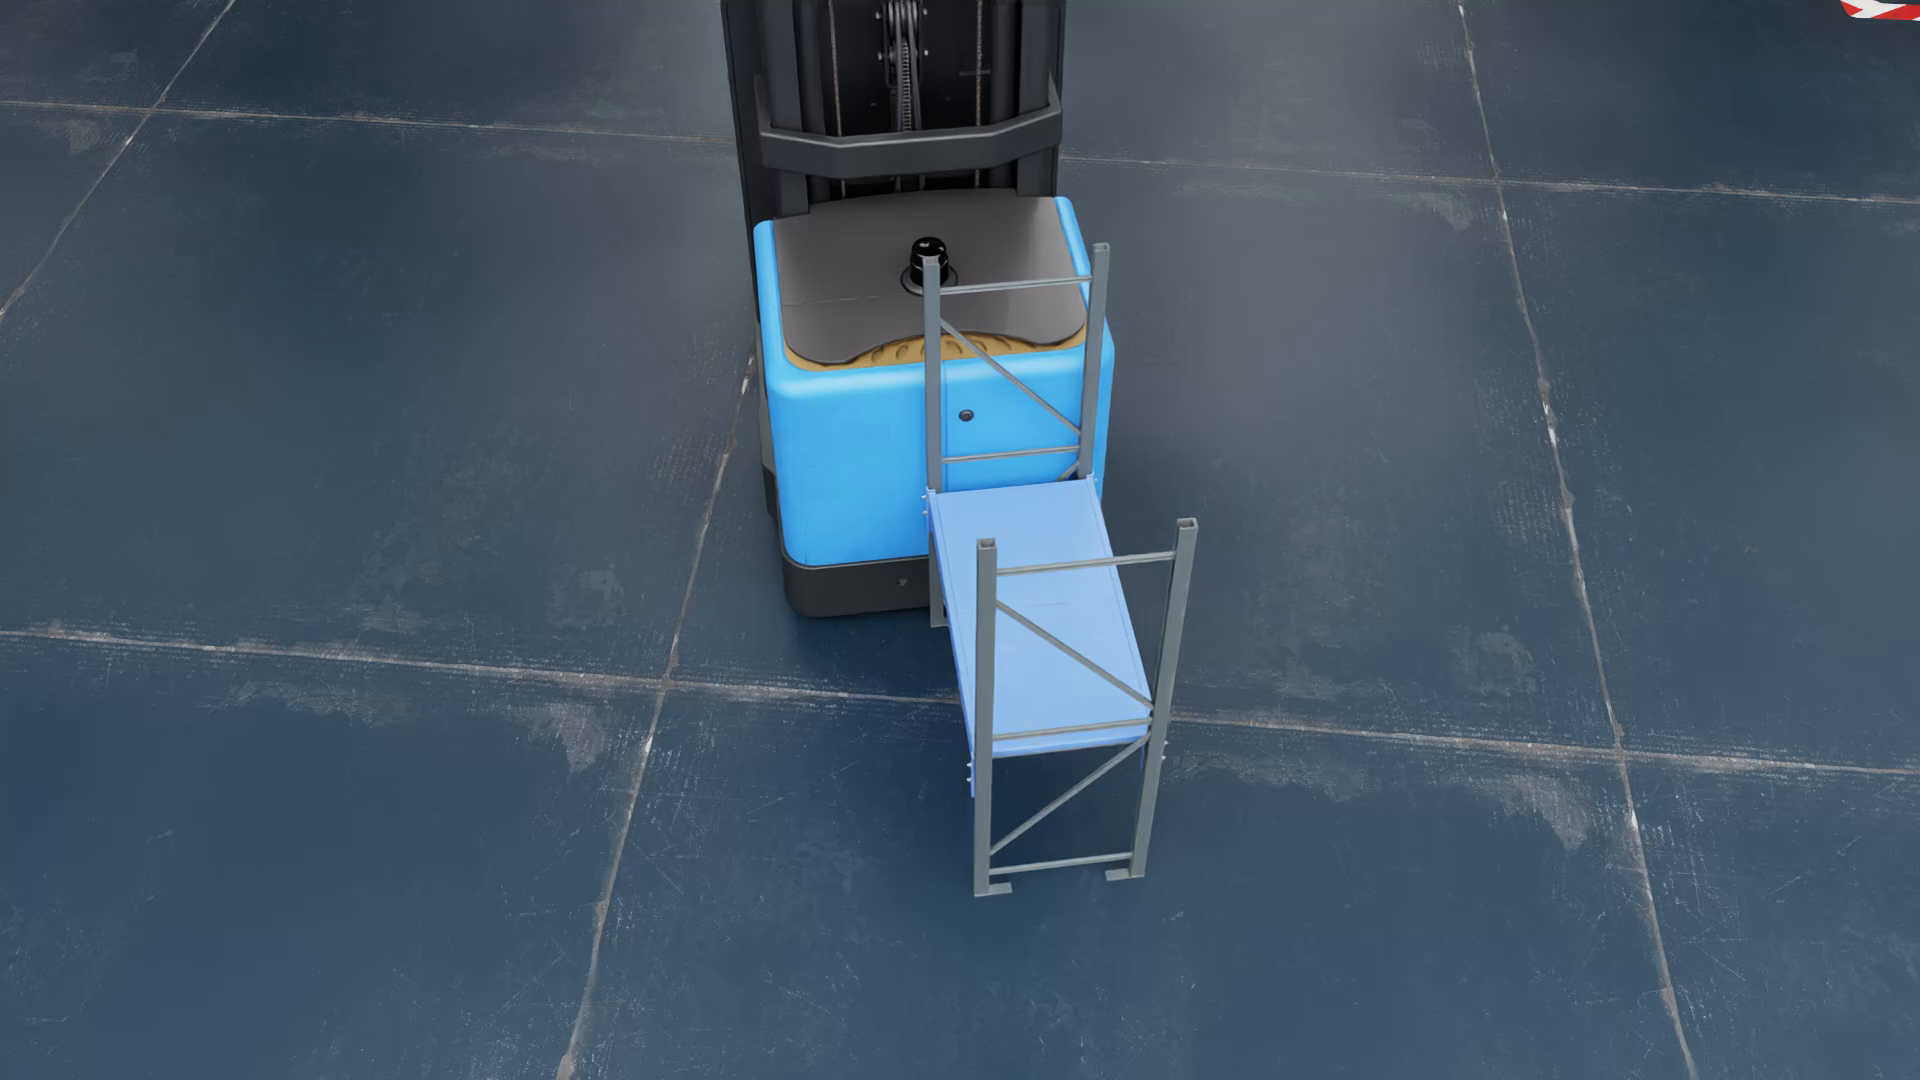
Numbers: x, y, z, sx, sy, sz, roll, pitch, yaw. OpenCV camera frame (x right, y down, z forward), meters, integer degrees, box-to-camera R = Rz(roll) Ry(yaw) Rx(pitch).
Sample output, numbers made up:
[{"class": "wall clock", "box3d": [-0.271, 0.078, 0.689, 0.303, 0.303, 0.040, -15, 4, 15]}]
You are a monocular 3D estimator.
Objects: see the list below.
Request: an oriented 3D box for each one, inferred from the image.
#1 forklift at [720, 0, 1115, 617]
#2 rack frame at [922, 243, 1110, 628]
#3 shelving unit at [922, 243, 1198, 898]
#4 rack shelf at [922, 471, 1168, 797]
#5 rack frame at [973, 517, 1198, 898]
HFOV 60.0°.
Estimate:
[{"class": "forklift", "box3d": [-0.241, -1.837, 5.444, 1.130, 2.935, 3.031, -6, 48, -5]}, {"class": "rack frame", "box3d": [0.150, -0.253, 4.965, 0.500, 1.500, 0.032, -6, 48, -5]}, {"class": "shelving unit", "box3d": [0.219, 0.119, 4.625, 0.538, 1.500, 1.048, -6, 48, -5]}, {"class": "rack shelf", "box3d": [0.219, 0.240, 4.758, 0.538, 0.185, 1.000, -6, 48, -5]}, {"class": "rack frame", "box3d": [0.287, 0.491, 4.285, 0.500, 1.500, 0.032, -6, 48, -5]}]
